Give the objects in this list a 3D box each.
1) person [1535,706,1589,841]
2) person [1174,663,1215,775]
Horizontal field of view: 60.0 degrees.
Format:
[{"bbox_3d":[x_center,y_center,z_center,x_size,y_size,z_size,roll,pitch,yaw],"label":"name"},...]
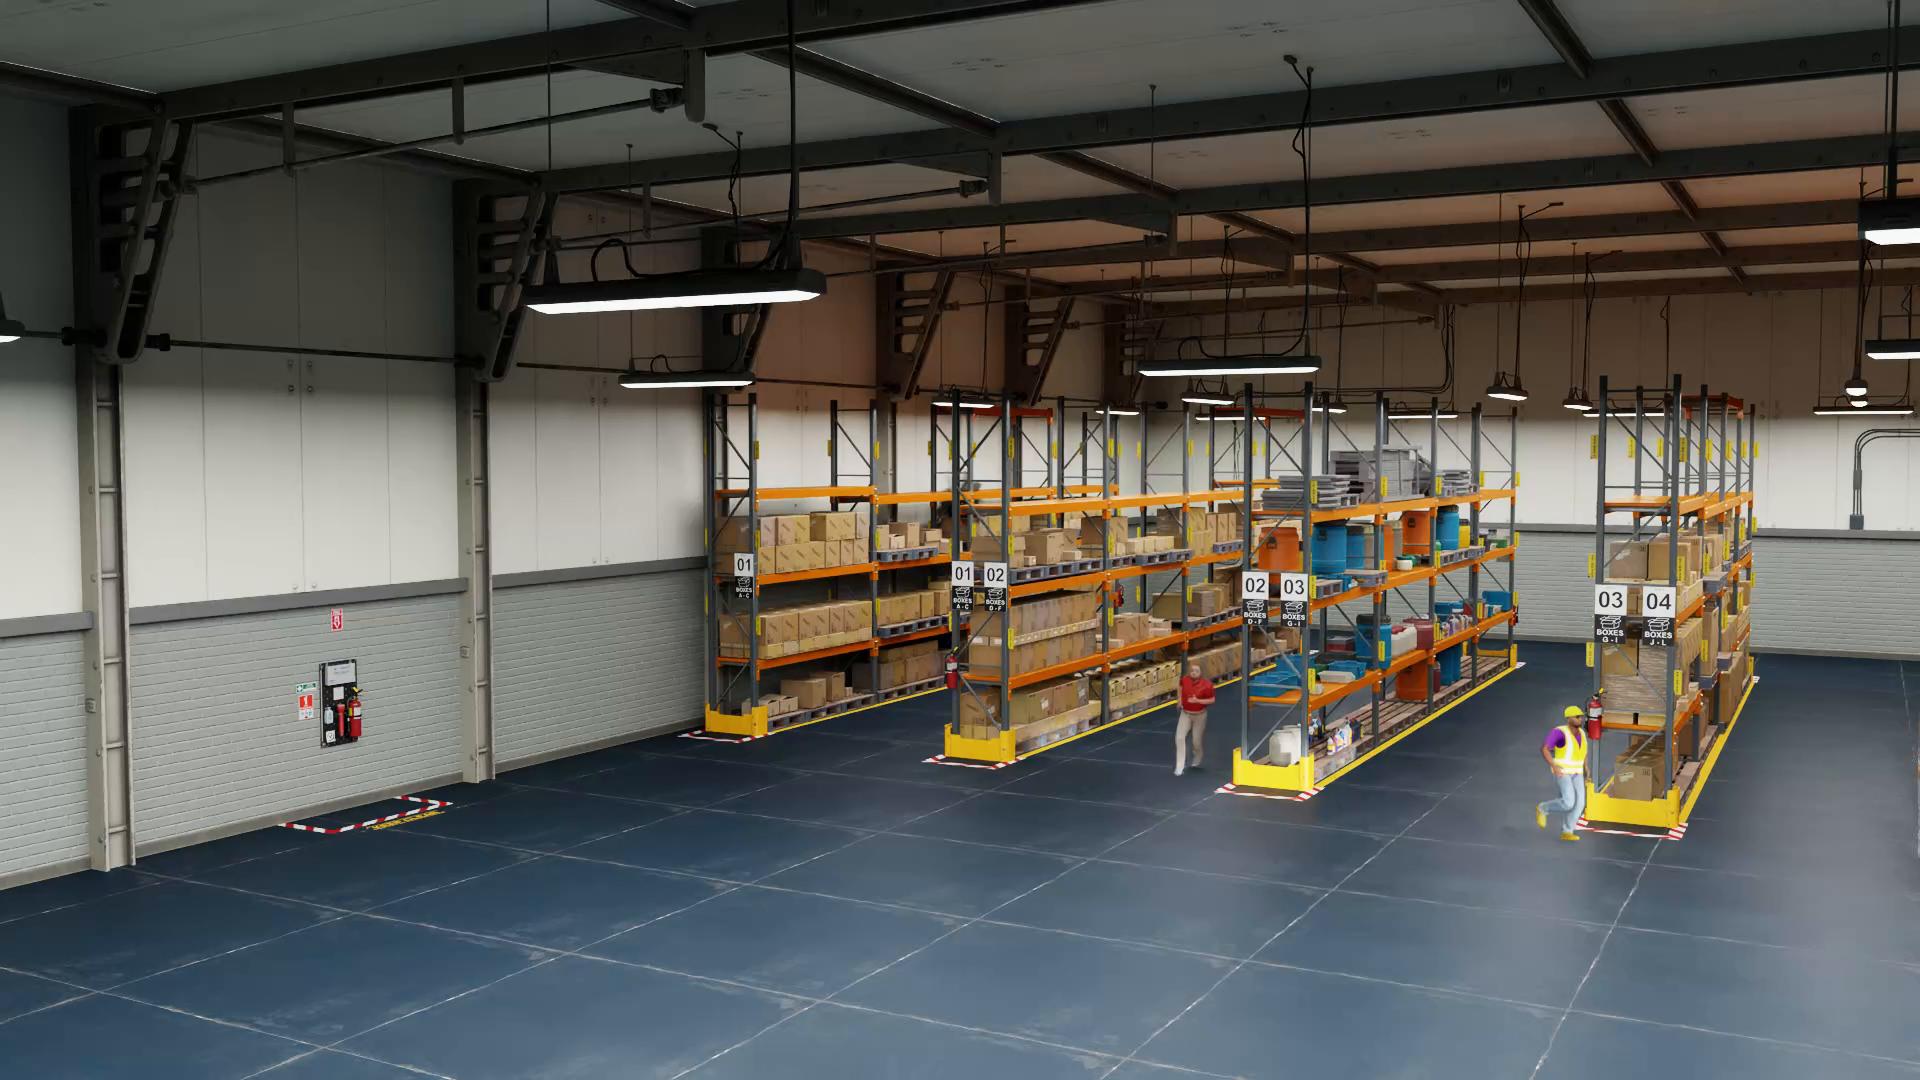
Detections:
[{"bbox_3d":[7.823,2.991,21.496,0.733,1.724,0.661,-2,4,-32],"label":"person"},{"bbox_3d":[3.667,2.796,25.840,0.675,1.801,0.804,1,3,25],"label":"person"}]
